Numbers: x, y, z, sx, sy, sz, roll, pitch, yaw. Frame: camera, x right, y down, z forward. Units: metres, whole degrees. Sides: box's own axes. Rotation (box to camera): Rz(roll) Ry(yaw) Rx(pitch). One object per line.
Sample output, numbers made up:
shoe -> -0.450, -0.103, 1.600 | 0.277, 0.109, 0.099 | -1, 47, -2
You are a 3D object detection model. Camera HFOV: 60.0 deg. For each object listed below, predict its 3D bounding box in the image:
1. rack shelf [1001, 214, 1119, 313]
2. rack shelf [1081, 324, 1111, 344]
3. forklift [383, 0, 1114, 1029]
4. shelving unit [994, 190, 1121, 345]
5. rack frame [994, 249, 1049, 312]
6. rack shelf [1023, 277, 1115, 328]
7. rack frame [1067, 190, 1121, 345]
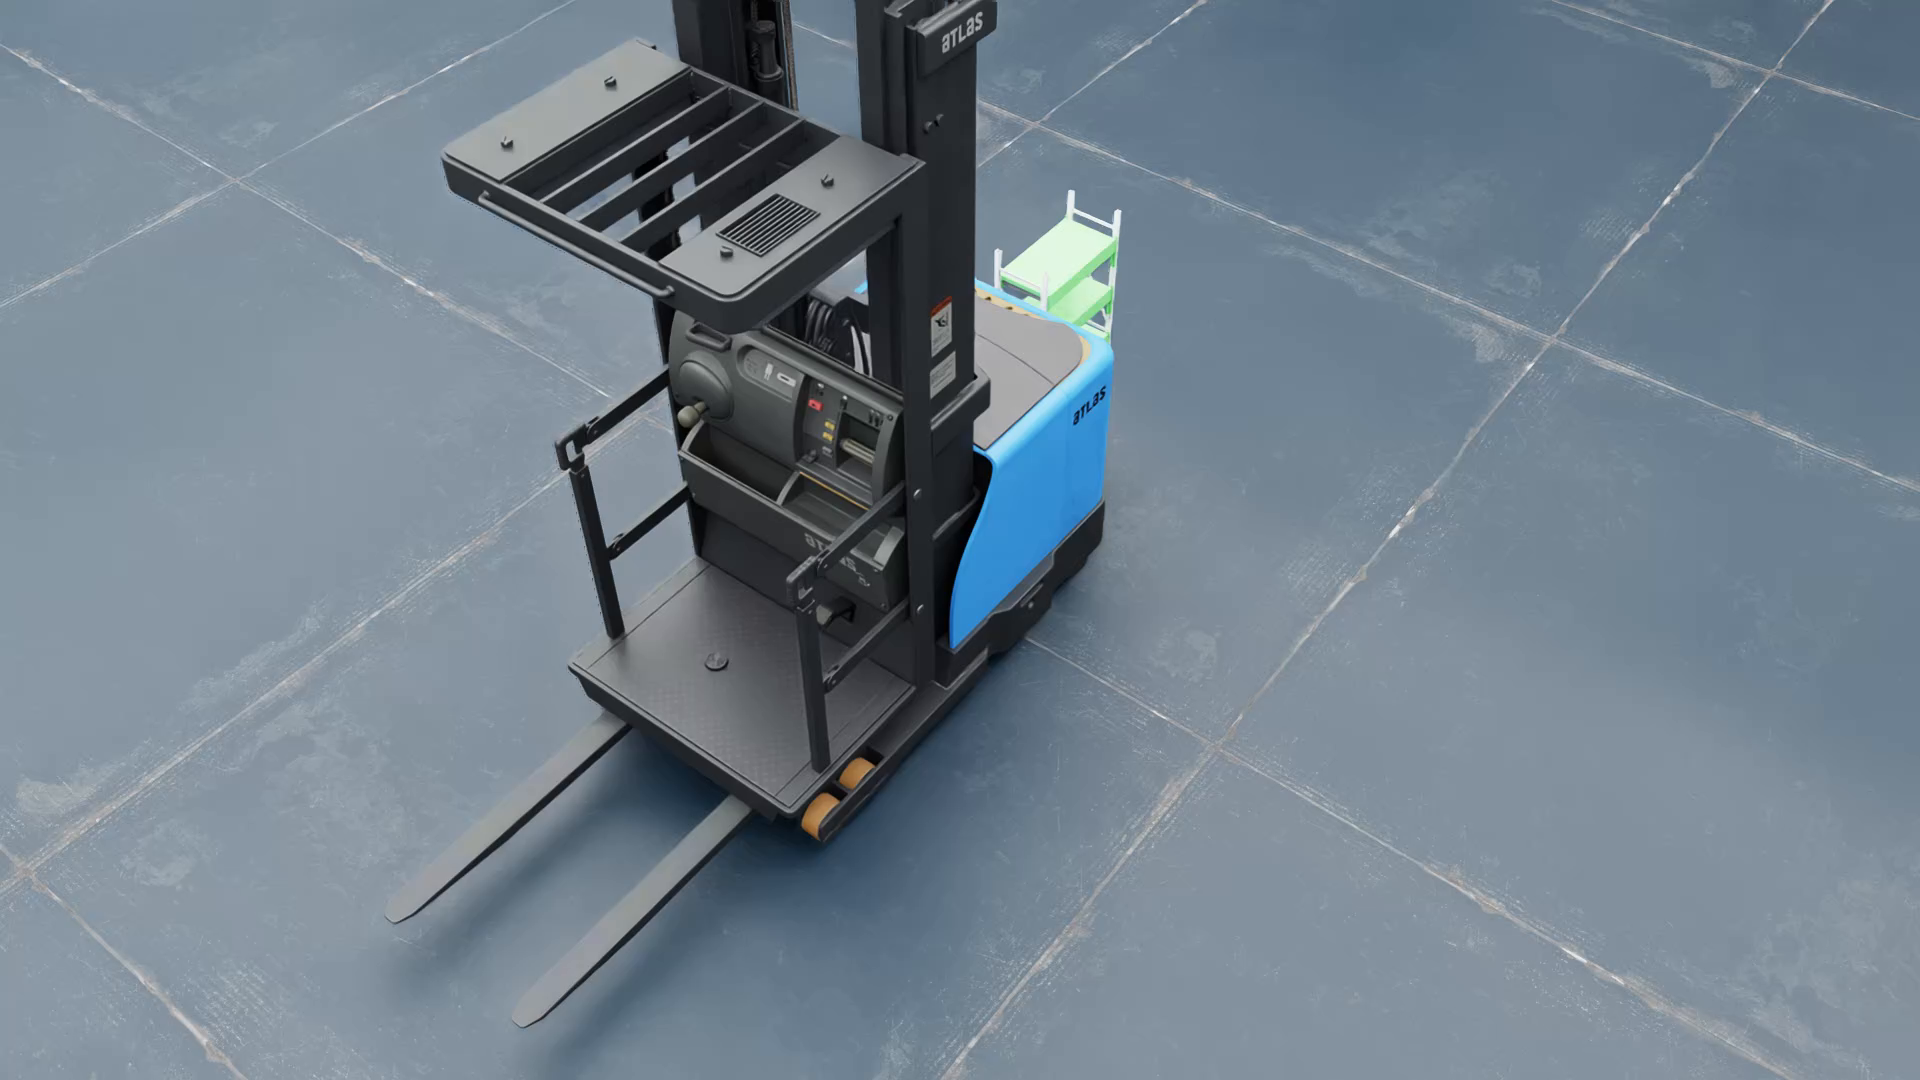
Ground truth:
rack shelf -> 0.380, -1.062, 6.524 | 0.258, 0.148, 0.480 | 29, 53, 25
rack shelf -> 0.380, -0.730, 6.871 | 0.258, 0.148, 0.480 | 29, 53, 25
forklift -> -0.707, -0.359, 5.231 | 1.130, 2.935, 3.031 | 29, 53, 25
shelving unit -> 0.380, -0.775, 6.825 | 0.258, 1.200, 0.503 | 29, 53, 25
rack frame -> 0.233, -0.634, 6.691 | 0.240, 1.200, 0.015 | 29, 53, 25
rack shelf -> 0.380, -0.896, 6.697 | 0.258, 0.148, 0.480 | 29, 53, 25
rack frame -> 0.528, -0.915, 6.959 | 0.240, 1.200, 0.015 | 29, 53, 25
